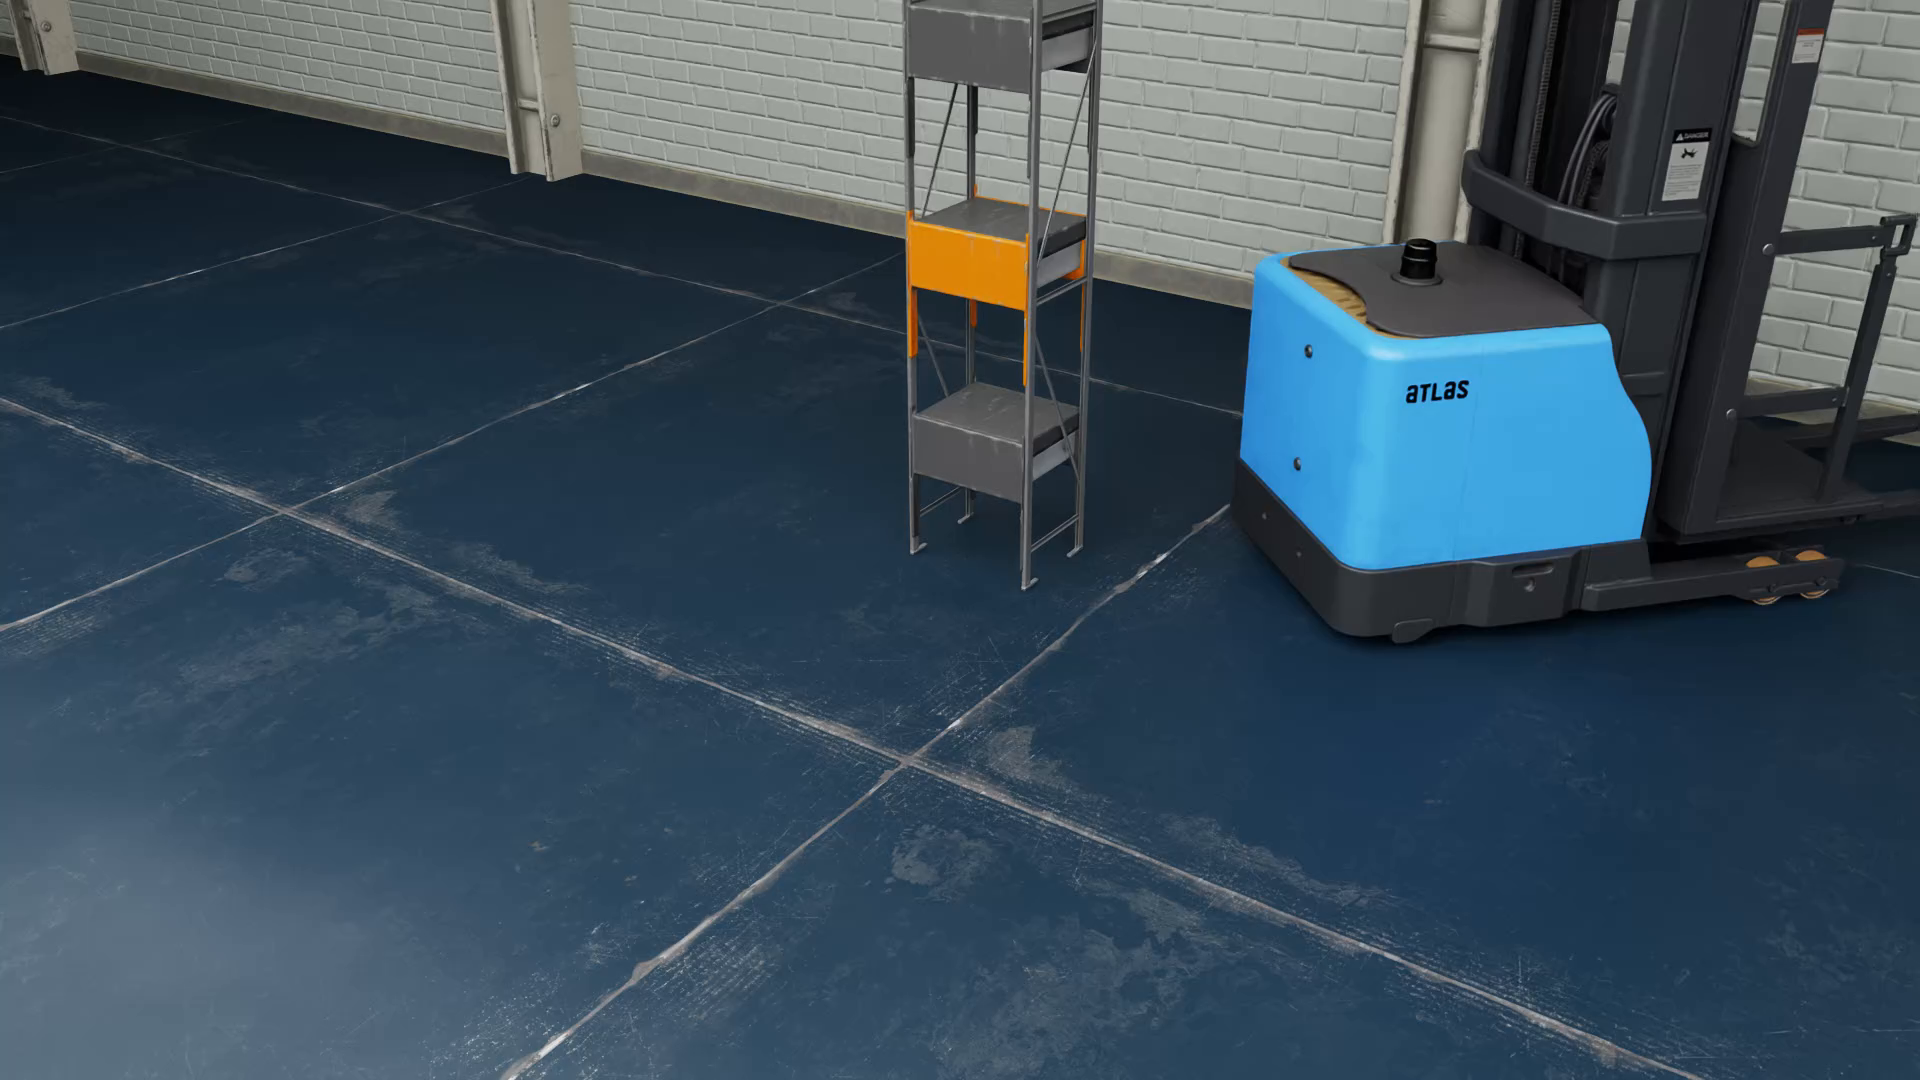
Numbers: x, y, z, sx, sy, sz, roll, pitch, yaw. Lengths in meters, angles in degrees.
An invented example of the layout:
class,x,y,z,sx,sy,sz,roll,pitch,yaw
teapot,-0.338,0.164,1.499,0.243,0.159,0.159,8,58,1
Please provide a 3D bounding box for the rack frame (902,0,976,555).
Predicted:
class,x,y,z,sx,sy,sz,roll,pitch,yaw
rack frame,-0.065,-0.956,5.813,0.015,2.100,0.400,17,32,30

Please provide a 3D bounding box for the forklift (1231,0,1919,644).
class,x,y,z,sx,sy,sz,roll,pitch,yaw
forklift,2.599,-1.306,5.585,3.031,2.935,1.130,-6,28,-12

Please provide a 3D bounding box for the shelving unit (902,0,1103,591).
class,x,y,z,sx,sy,sz,roll,pitch,yaw
shelving unit,0.136,-0.893,5.690,0.503,2.100,0.431,17,32,30

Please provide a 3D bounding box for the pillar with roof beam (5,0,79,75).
class,x,y,z,sx,sy,sz,roll,pitch,yaw
pillar with roof beam,-10.118,-6.385,8.875,0.400,9.000,9.100,17,32,30

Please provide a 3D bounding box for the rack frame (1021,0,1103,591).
class,x,y,z,sx,sy,sz,roll,pitch,yaw
rack frame,0.338,-0.831,5.567,0.015,2.100,0.400,17,32,30

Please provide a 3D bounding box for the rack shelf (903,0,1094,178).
class,x,y,z,sx,sy,sz,roll,pitch,yaw
rack shelf,0.136,-1.505,5.379,0.480,0.518,0.431,17,32,30

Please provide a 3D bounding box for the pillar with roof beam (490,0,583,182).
class,x,y,z,sx,sy,sz,roll,pitch,yaw
pillar with roof beam,-5.172,-4.844,5.847,0.400,9.000,9.100,17,32,30

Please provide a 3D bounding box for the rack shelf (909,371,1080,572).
class,x,y,z,sx,sy,sz,roll,pitch,yaw
rack shelf,0.136,-0.257,6.014,0.480,0.518,0.431,17,32,30

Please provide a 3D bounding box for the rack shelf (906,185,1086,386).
class,x,y,z,sx,sy,sz,roll,pitch,yaw
rack shelf,0.136,-0.881,5.696,0.480,0.518,0.431,17,32,30

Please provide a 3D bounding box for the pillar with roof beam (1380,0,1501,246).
class,x,y,z,sx,sy,sz,roll,pitch,yaw
pillar with roof beam,-0.226,-3.304,2.820,0.400,9.000,9.100,17,32,30
